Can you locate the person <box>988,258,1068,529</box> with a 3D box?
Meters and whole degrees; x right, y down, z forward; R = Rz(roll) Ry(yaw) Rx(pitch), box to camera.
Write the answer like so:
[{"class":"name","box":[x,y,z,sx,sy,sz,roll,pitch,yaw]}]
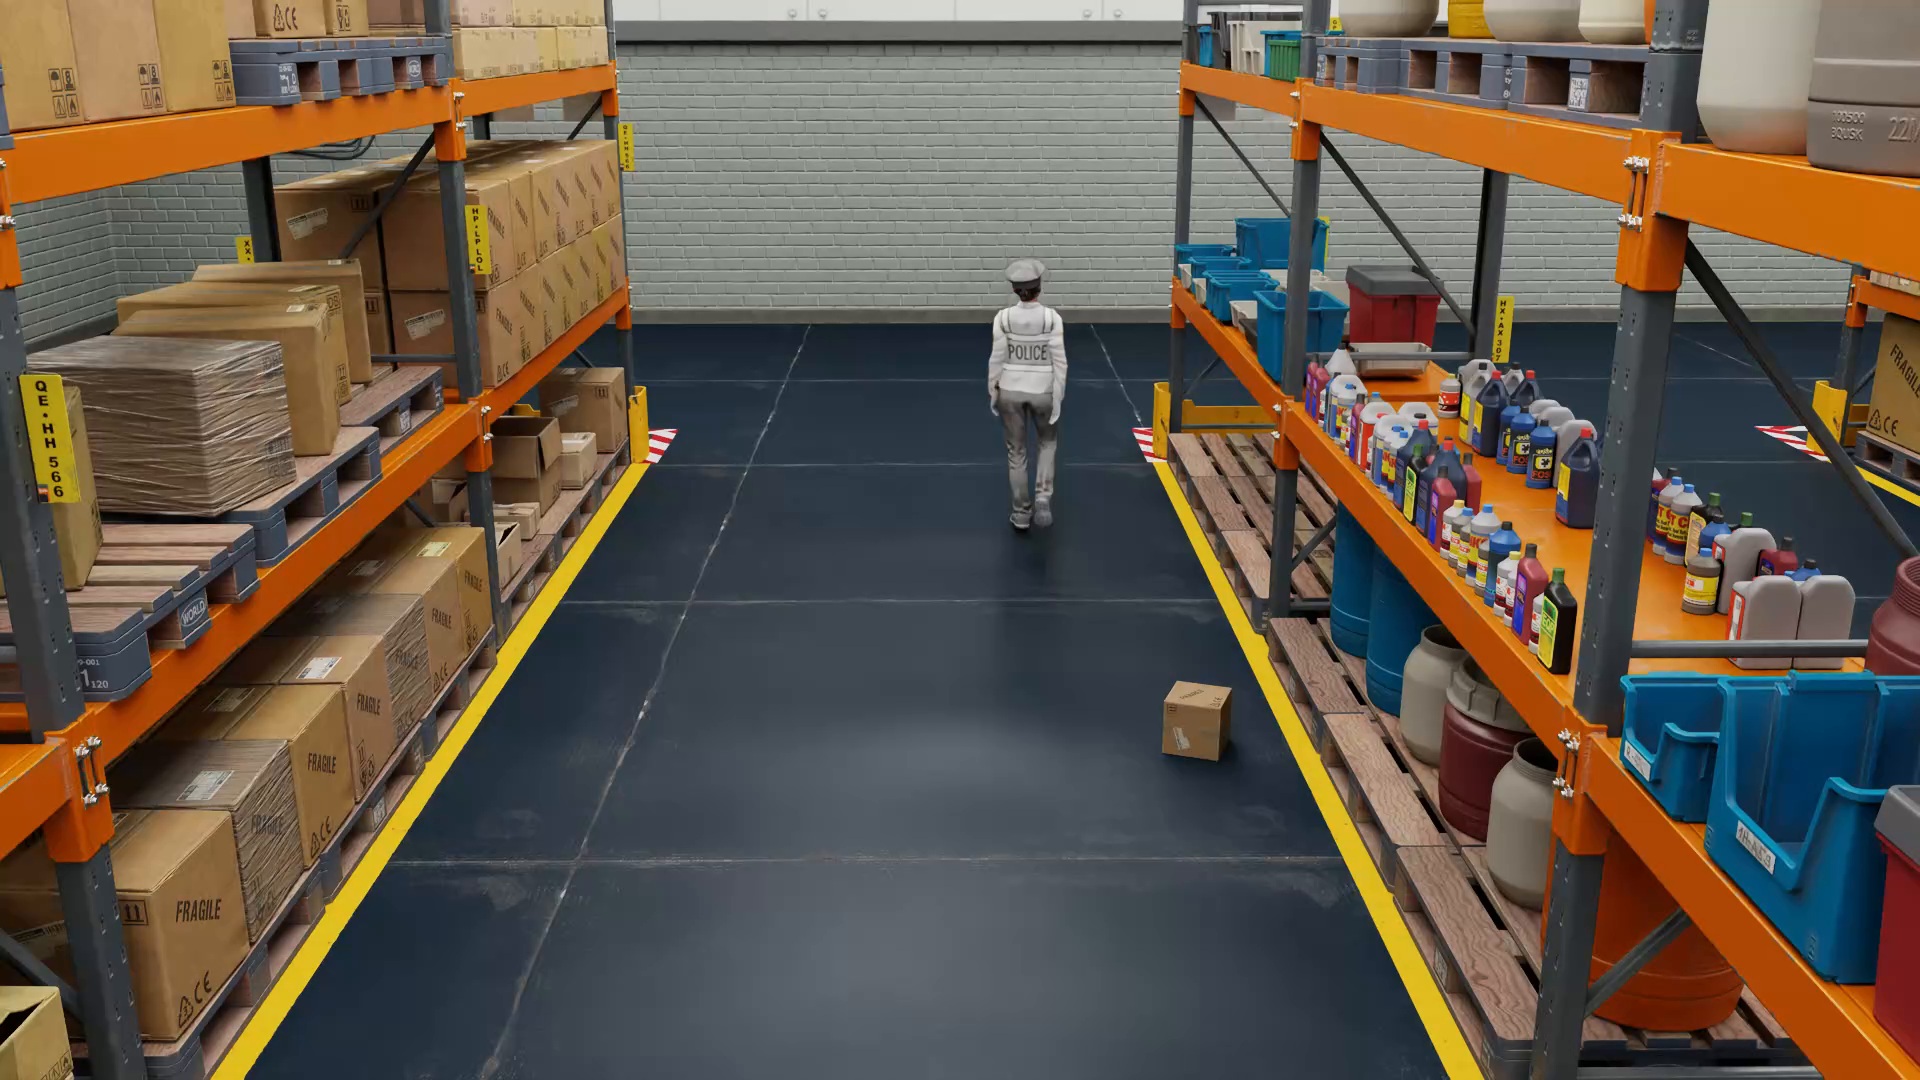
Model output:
[{"class":"person","box":[0.418,-0.901,10.339,0.485,1.694,0.430,0,17,1]}]
